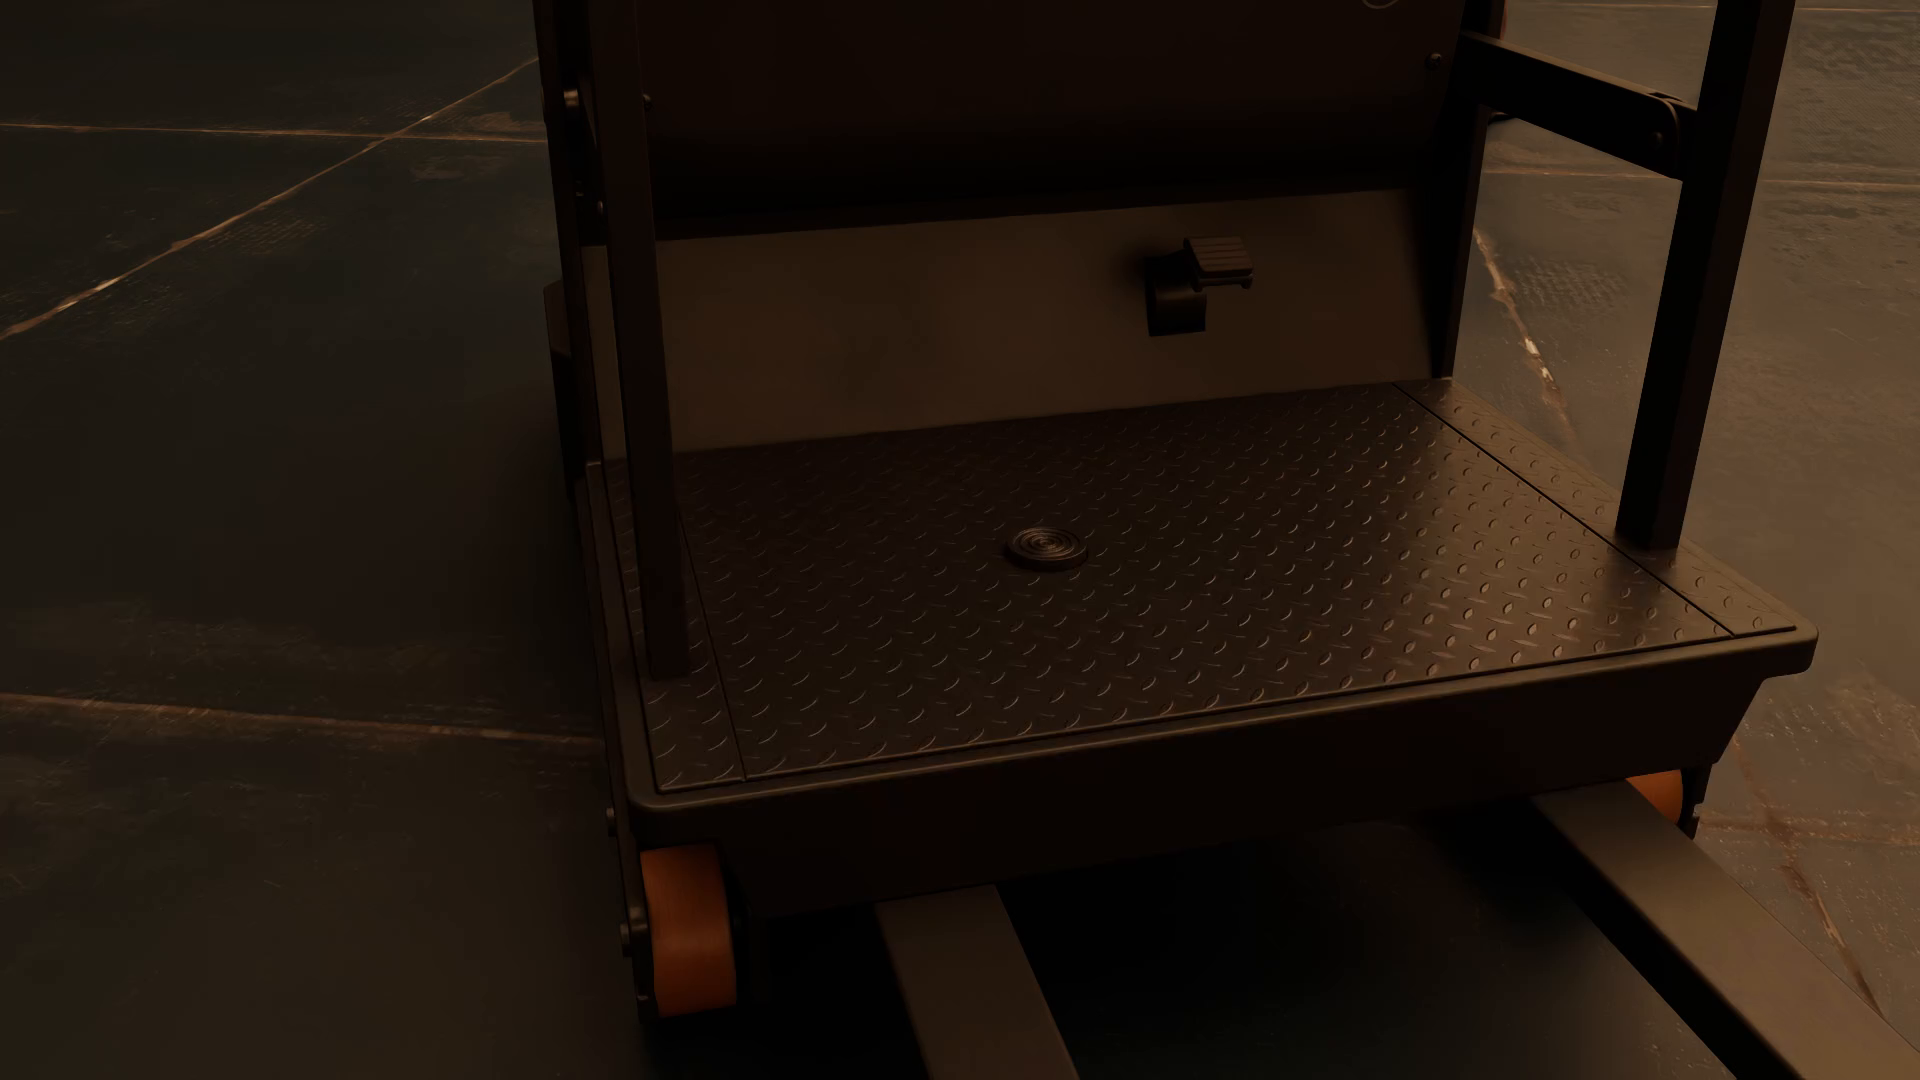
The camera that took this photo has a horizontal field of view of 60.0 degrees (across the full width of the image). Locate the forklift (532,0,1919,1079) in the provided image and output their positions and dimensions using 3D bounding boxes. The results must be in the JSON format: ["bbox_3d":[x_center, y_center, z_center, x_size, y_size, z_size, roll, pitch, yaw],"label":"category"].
[{"bbox_3d":[0.153,-1.049,1.319,1.130,2.935,3.031,-7,27,-13],"label":"forklift"}]

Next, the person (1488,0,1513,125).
[{"bbox_3d":[1.403,-2.081,4.748,0.594,1.719,0.424,11,29,21],"label":"person"}]
